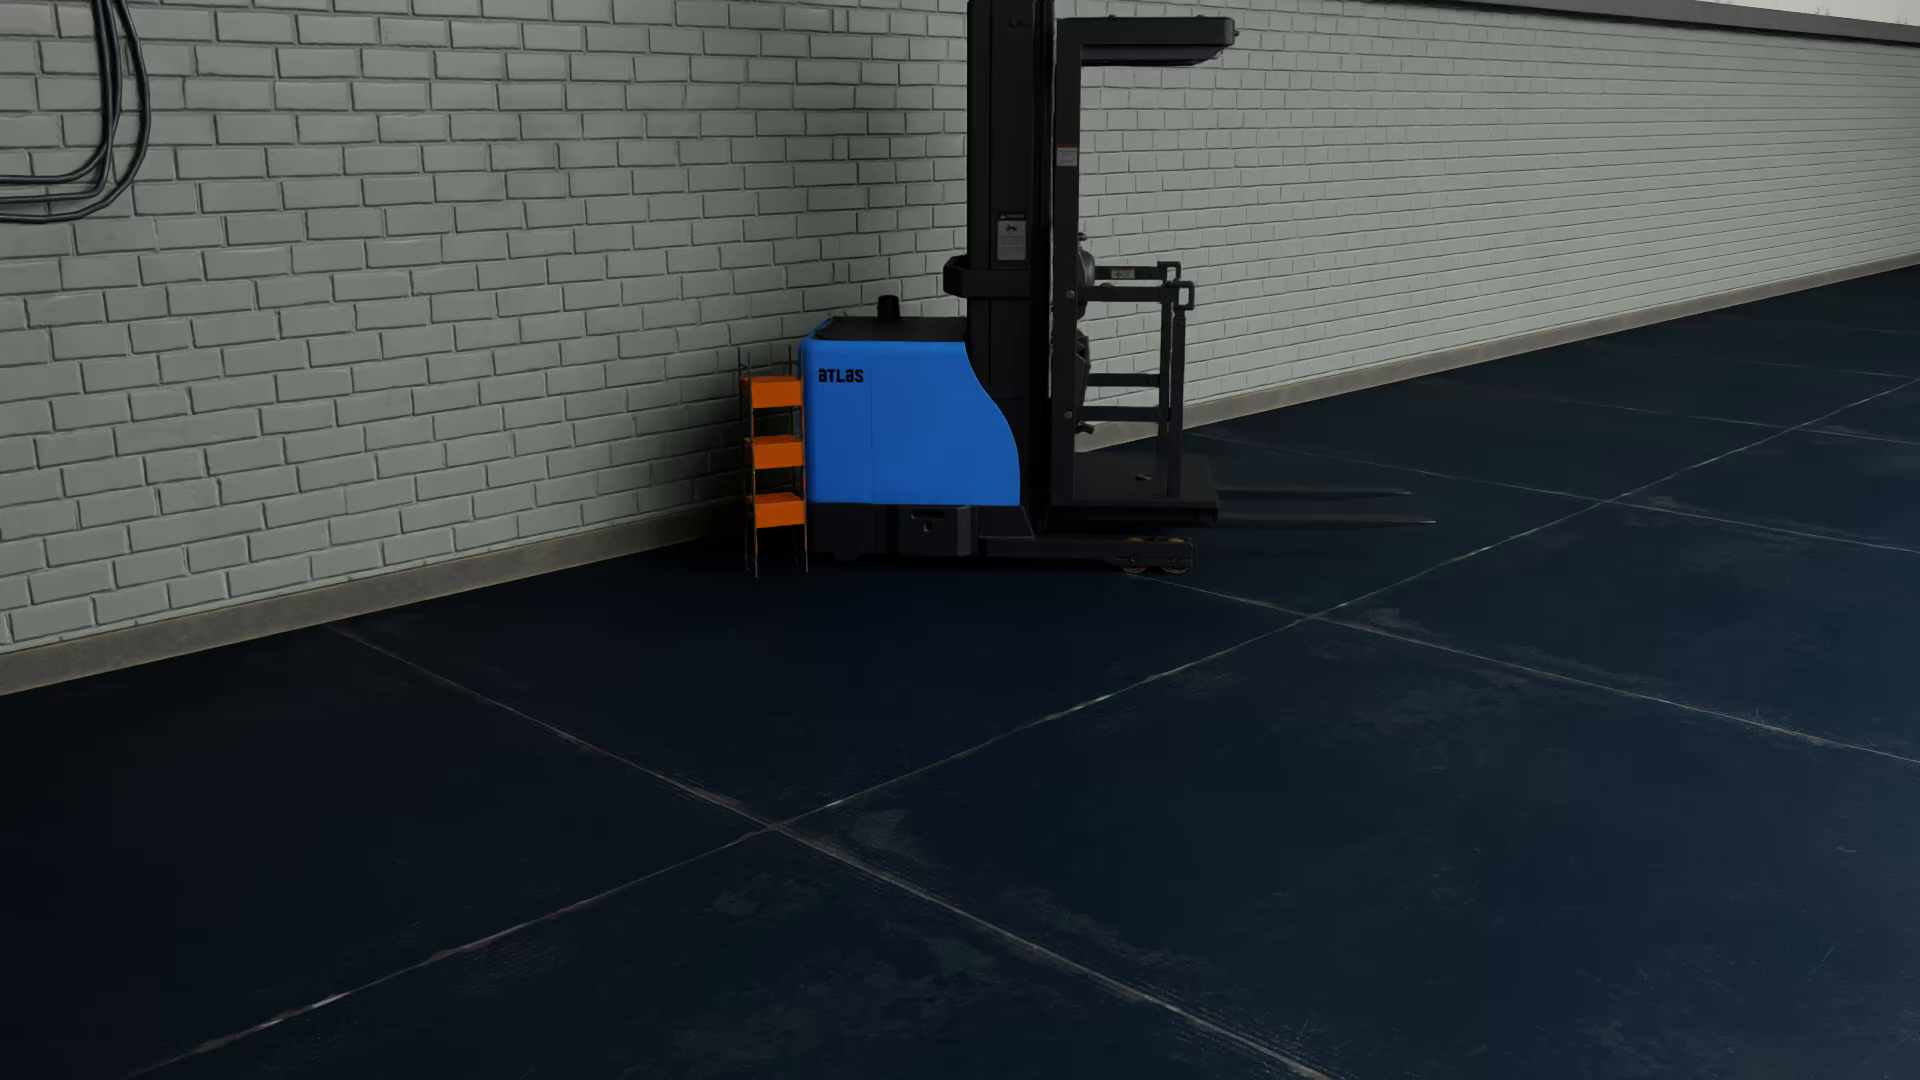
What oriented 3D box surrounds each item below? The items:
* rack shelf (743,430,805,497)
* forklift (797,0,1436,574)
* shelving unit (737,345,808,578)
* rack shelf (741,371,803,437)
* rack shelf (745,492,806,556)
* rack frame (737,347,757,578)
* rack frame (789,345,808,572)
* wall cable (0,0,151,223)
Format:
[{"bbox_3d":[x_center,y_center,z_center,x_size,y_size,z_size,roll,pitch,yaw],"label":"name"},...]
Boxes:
[{"bbox_3d":[-0.872,-0.357,7.752,0.240,0.259,0.215,-6,16,-21],"label":"rack shelf"},{"bbox_3d":[0.765,-1.397,7.970,3.031,2.935,1.130,1,15,4],"label":"forklift"},{"bbox_3d":[-0.872,-0.367,7.749,0.252,1.050,0.215,-6,16,-21],"label":"shelving unit"},{"bbox_3d":[-0.872,-0.631,7.680,0.240,0.259,0.215,-6,16,-21],"label":"rack shelf"},{"bbox_3d":[-0.872,-0.088,7.822,0.240,0.259,0.215,-6,16,-21],"label":"rack shelf"},{"bbox_3d":[-0.985,-0.356,7.705,0.008,1.050,0.200,-6,16,-21],"label":"rack frame"},{"bbox_3d":[-0.759,-0.379,7.793,0.008,1.050,0.200,-6,16,-21],"label":"rack frame"},{"bbox_3d":[-4.073,-2.130,4.910,0.112,2.526,3.097,14,20,42],"label":"wall cable"}]
